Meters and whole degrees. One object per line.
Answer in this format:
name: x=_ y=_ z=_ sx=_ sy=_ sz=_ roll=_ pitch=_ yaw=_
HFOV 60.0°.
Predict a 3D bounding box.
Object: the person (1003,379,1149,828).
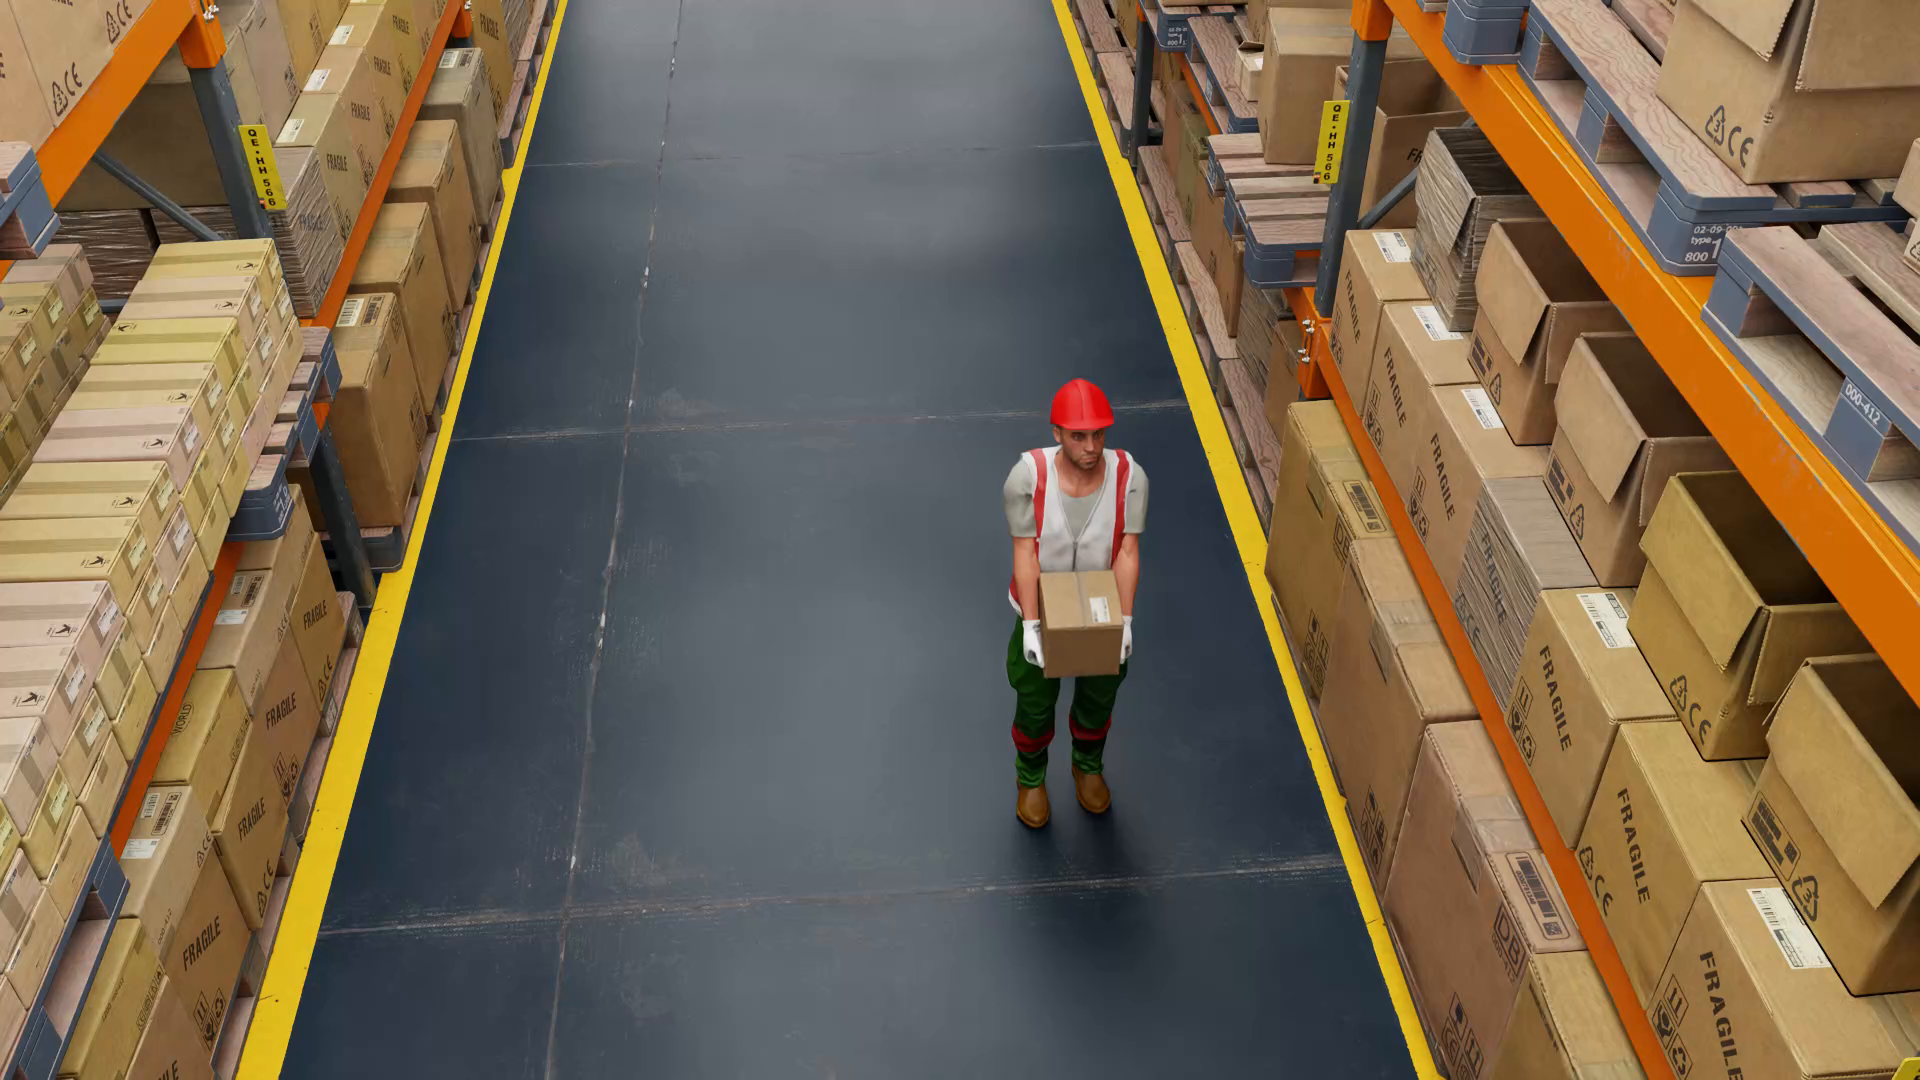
person: x=0.399 y=0.300 z=5.766 sx=0.494 sy=1.782 sz=0.570 roll=-3 pitch=39 yaw=-3
